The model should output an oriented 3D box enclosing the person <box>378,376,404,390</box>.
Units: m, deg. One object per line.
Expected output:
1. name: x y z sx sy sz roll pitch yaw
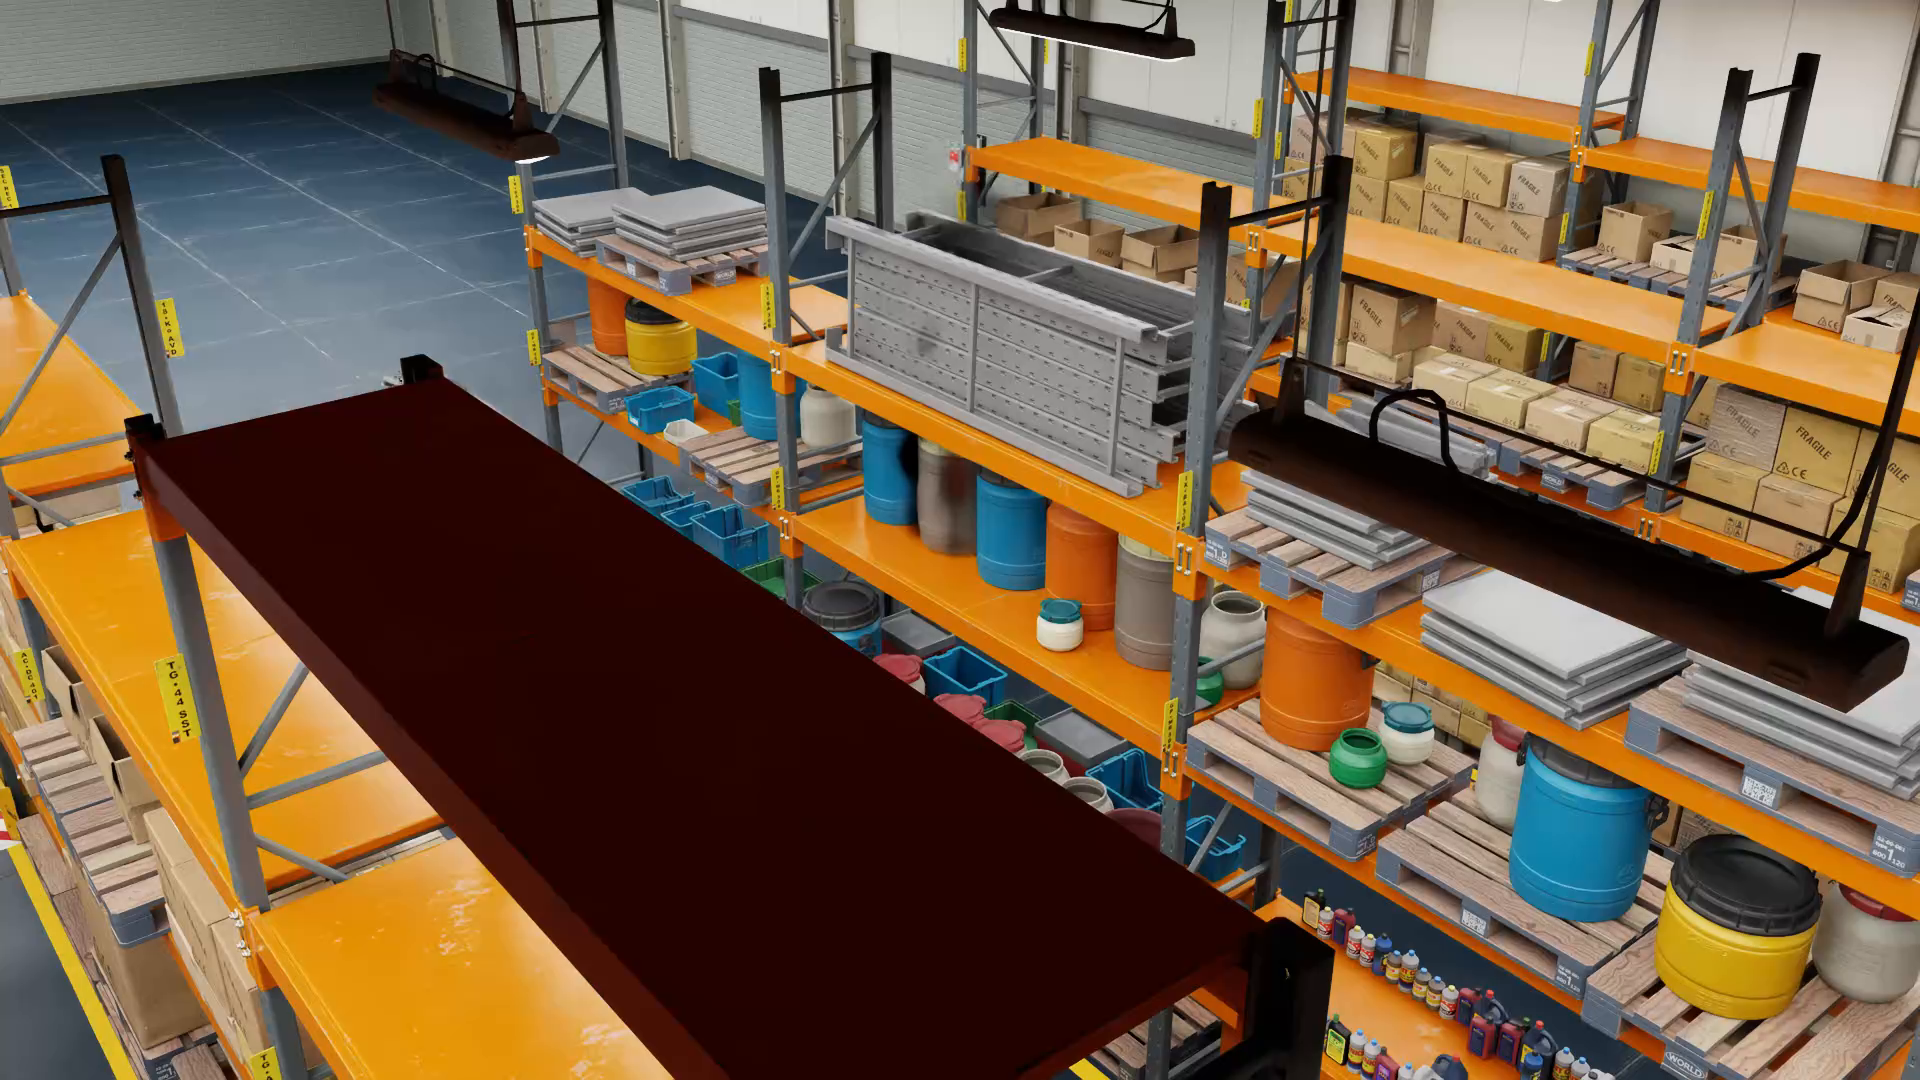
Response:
1. person: -6.213 -1.085 18.668 0.644 1.650 0.653 -7 27 -14
